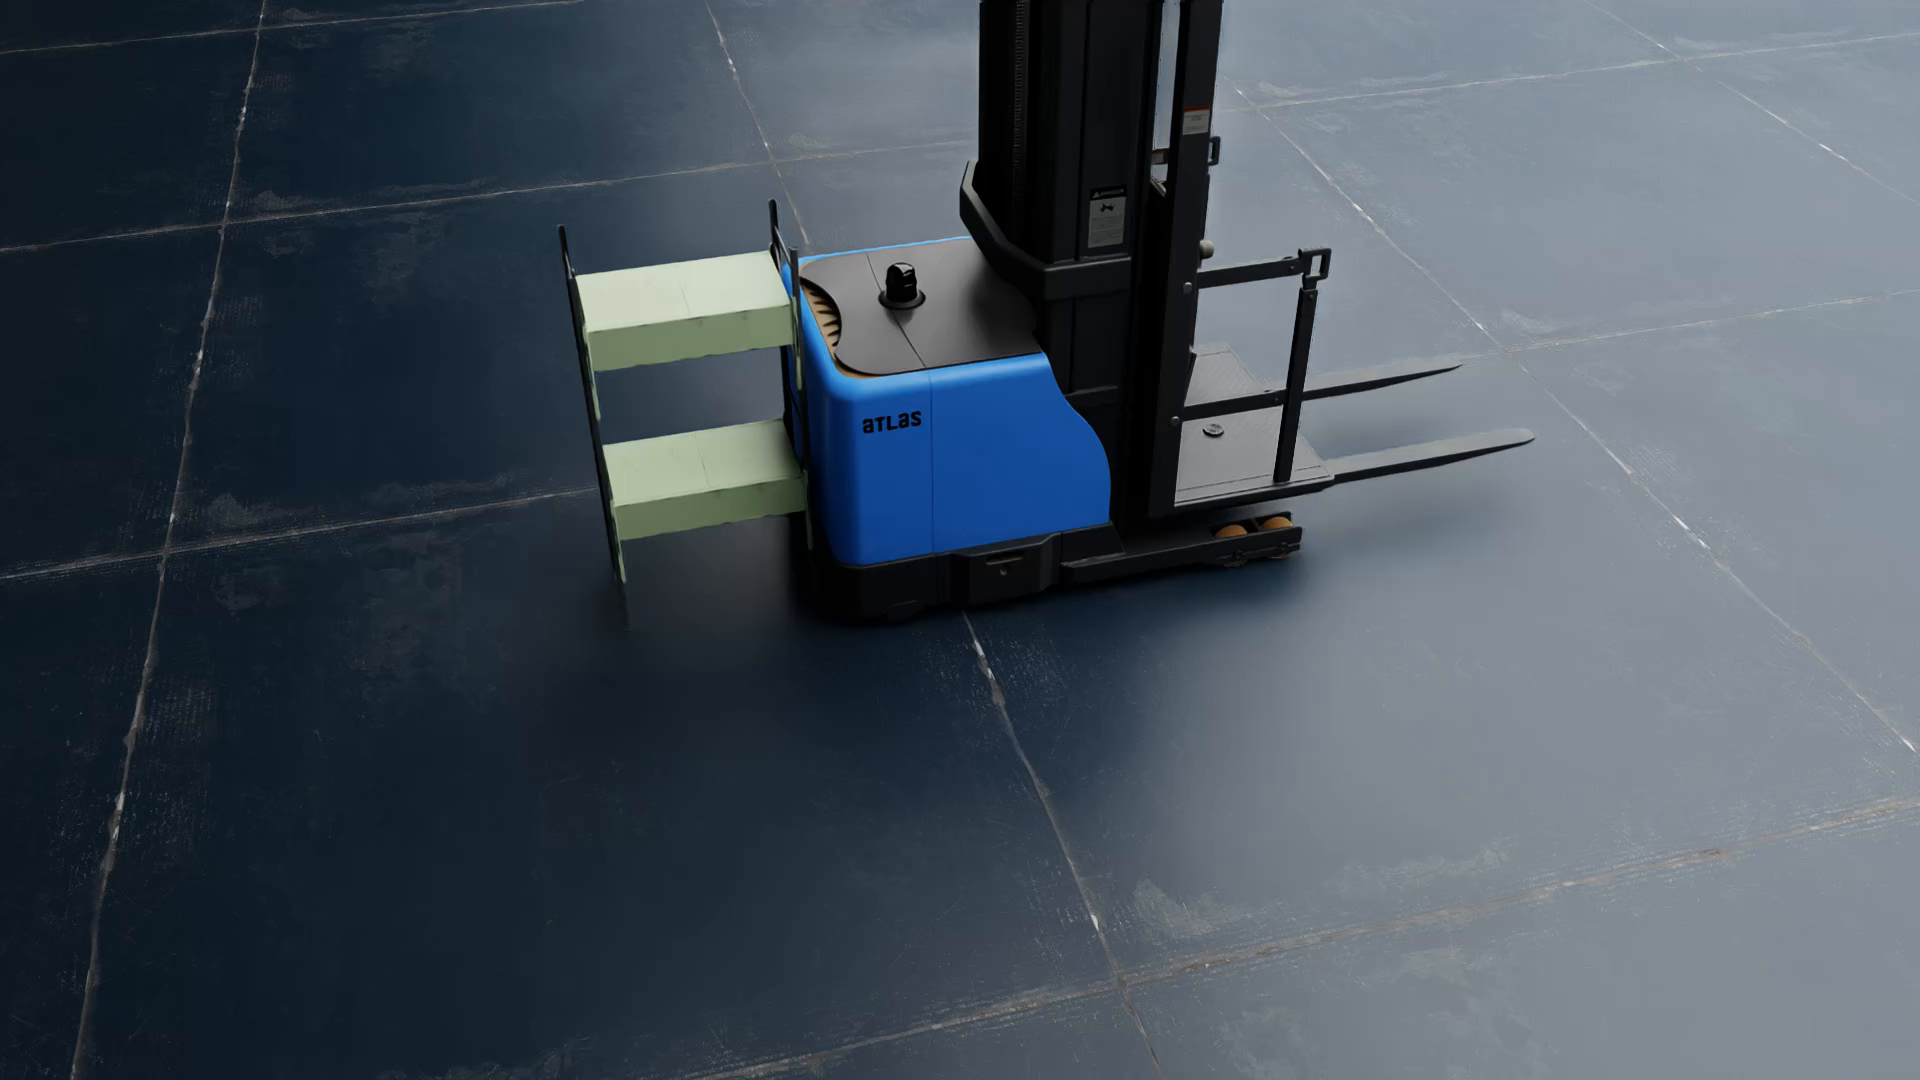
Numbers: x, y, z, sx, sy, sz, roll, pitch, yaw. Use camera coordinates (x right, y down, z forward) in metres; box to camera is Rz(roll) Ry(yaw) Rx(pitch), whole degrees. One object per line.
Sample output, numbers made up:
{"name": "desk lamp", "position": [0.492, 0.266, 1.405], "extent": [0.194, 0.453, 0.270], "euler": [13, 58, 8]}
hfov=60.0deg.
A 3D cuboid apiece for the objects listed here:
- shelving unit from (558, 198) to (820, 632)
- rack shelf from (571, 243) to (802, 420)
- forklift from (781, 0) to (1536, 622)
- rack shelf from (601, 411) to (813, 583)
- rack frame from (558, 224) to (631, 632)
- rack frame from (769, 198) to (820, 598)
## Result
{"name": "shelving unit", "position": [-0.960, -0.428, 6.075], "extent": [0.755, 1.500, 0.431], "euler": [-10, 39, -13]}
{"name": "rack shelf", "position": [-0.960, -0.738, 5.838], "extent": [0.720, 0.370, 0.431], "euler": [-10, 39, -13]}
{"name": "forklift", "position": [0.859, -1.356, 6.110], "extent": [3.031, 2.935, 1.130], "euler": [-10, 39, -13]}
{"name": "rack shelf", "position": [-0.960, -0.169, 6.273], "extent": [0.720, 0.370, 0.431], "euler": [-10, 39, -13]}
{"name": "rack frame", "position": [-1.312, -0.366, 5.995], "extent": [0.023, 1.500, 0.400], "euler": [-10, 39, -13]}
{"name": "rack frame", "position": [-0.608, -0.489, 6.155], "extent": [0.023, 1.500, 0.400], "euler": [-10, 39, -13]}
